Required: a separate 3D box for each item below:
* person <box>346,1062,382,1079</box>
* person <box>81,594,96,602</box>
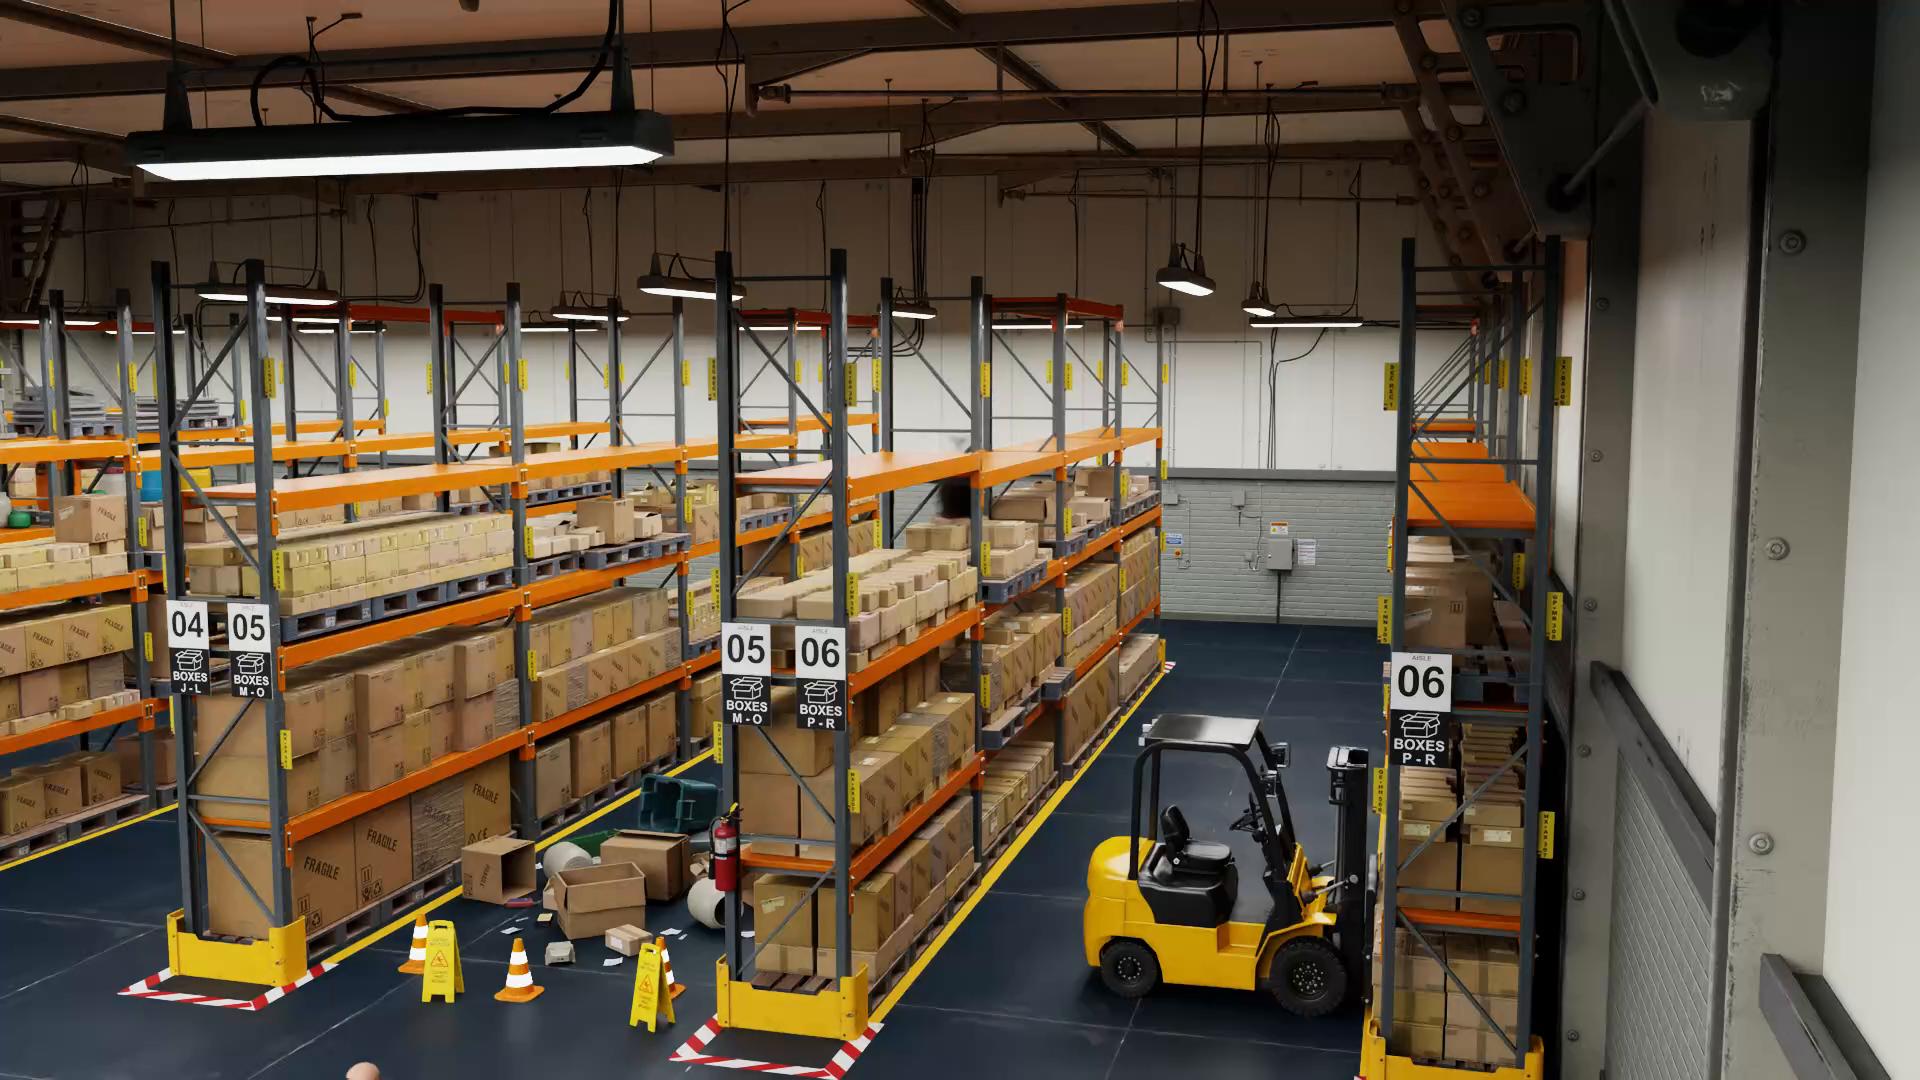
[{"bbox_3d":[-3.239,3.463,8.898,0.684,1.544,0.845,-3,7,-25],"label":"person"},{"bbox_3d":[-14.303,1.476,27.613,0.731,1.572,0.906,1,6,8],"label":"person"}]
